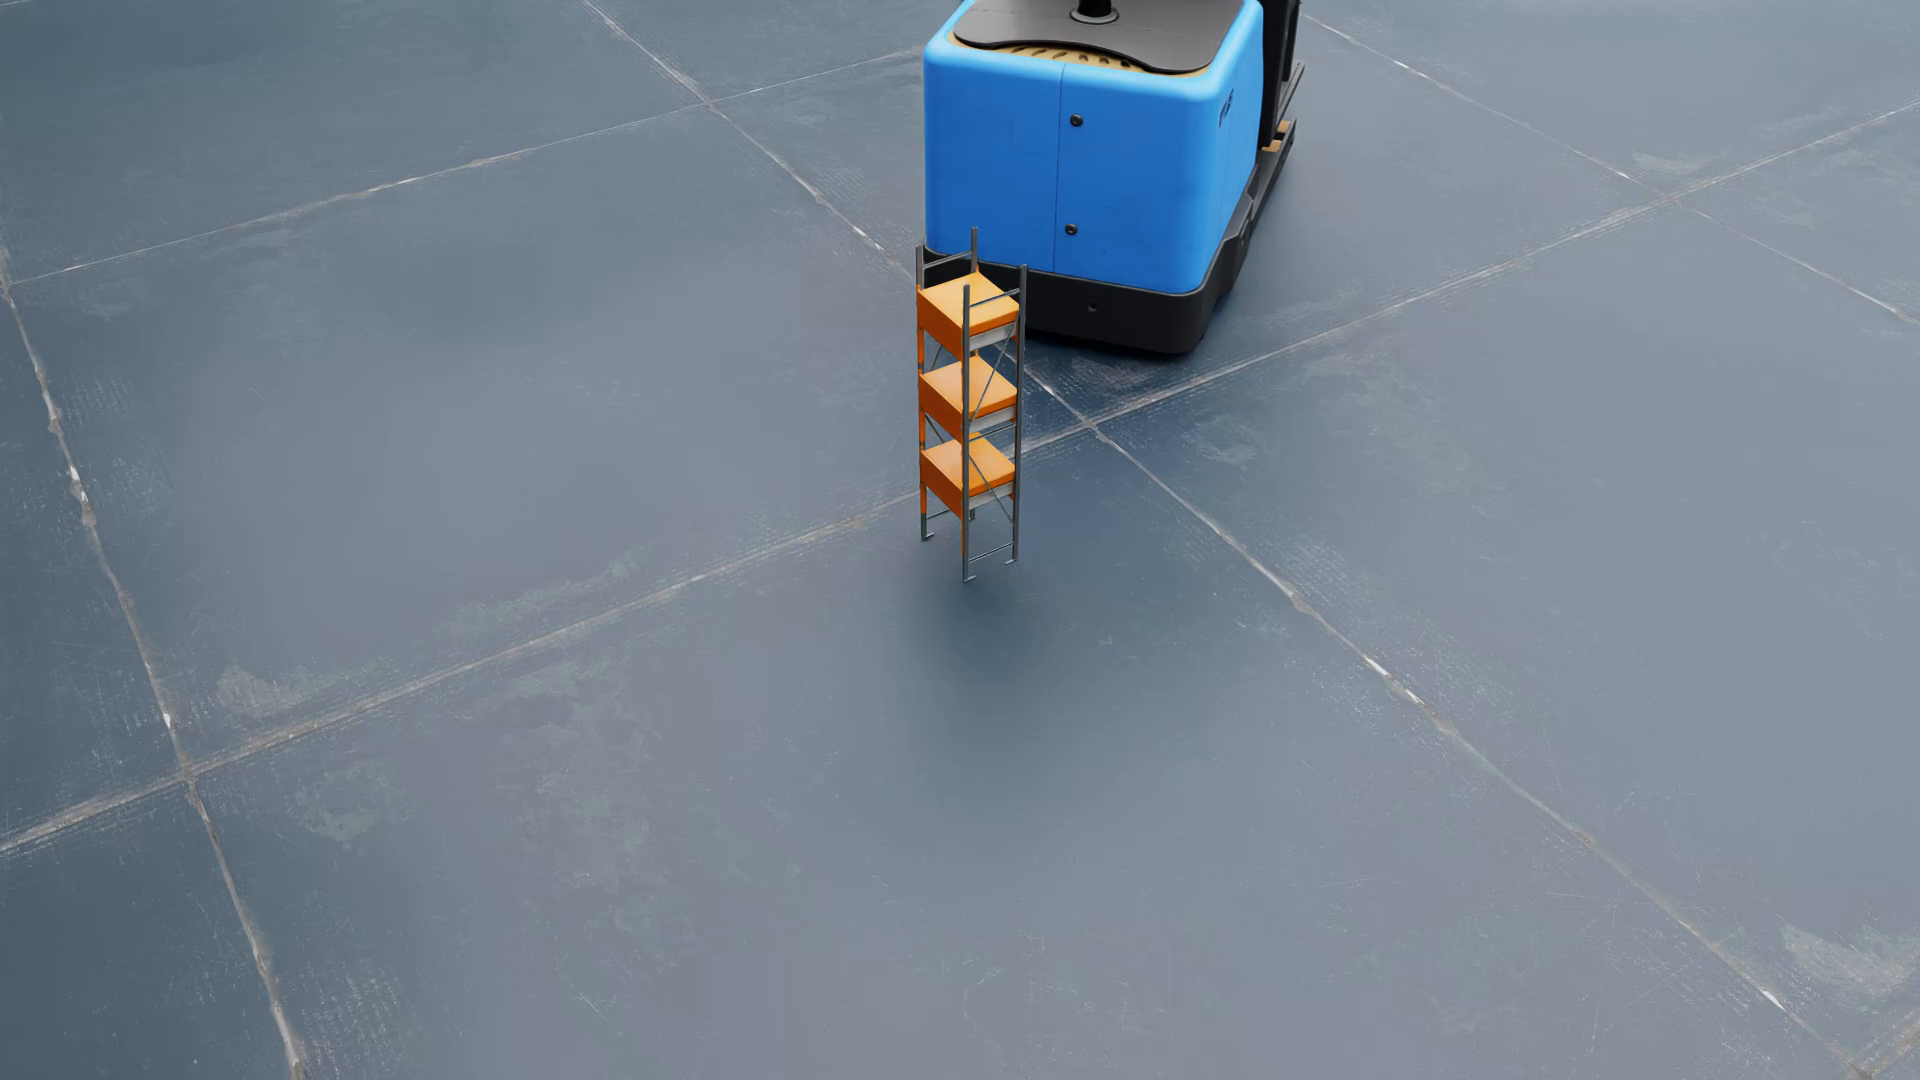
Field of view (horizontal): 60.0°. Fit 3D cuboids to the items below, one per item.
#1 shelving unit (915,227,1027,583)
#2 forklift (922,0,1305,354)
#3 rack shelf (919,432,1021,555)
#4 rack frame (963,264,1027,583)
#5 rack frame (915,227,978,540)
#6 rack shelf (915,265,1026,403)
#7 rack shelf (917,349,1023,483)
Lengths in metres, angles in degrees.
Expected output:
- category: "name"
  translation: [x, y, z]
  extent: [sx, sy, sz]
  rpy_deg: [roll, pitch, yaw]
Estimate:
- category: "shelving unit"
  translation: [0.029, -0.374, 4.879]
  extent: [0.215, 1.050, 0.252]
  rpy_deg: [-22, 45, -24]
- category: "forklift"
  translation: [0.822, -2.742, 6.252]
  extent: [1.130, 2.935, 3.031]
  rpy_deg: [12, 41, 15]
- category: "rack shelf"
  translation: [0.029, -0.153, 5.064]
  extent: [0.215, 0.259, 0.240]
  rpy_deg: [-22, 45, -24]
- category: "rack frame"
  translation: [0.094, -0.309, 4.800]
  extent: [0.200, 1.050, 0.008]
  rpy_deg: [-22, 45, -24]
- category: "rack frame"
  translation: [-0.037, -0.440, 4.958]
  extent: [0.200, 1.050, 0.008]
  rpy_deg: [-22, 45, -24]
- category: "rack shelf"
  translation: [0.029, -0.584, 4.704]
  extent: [0.215, 0.259, 0.240]
  rpy_deg: [-22, 45, -24]
- category: "rack shelf"
  translation: [0.029, -0.366, 4.886]
  extent: [0.215, 0.259, 0.240]
  rpy_deg: [-22, 45, -24]
